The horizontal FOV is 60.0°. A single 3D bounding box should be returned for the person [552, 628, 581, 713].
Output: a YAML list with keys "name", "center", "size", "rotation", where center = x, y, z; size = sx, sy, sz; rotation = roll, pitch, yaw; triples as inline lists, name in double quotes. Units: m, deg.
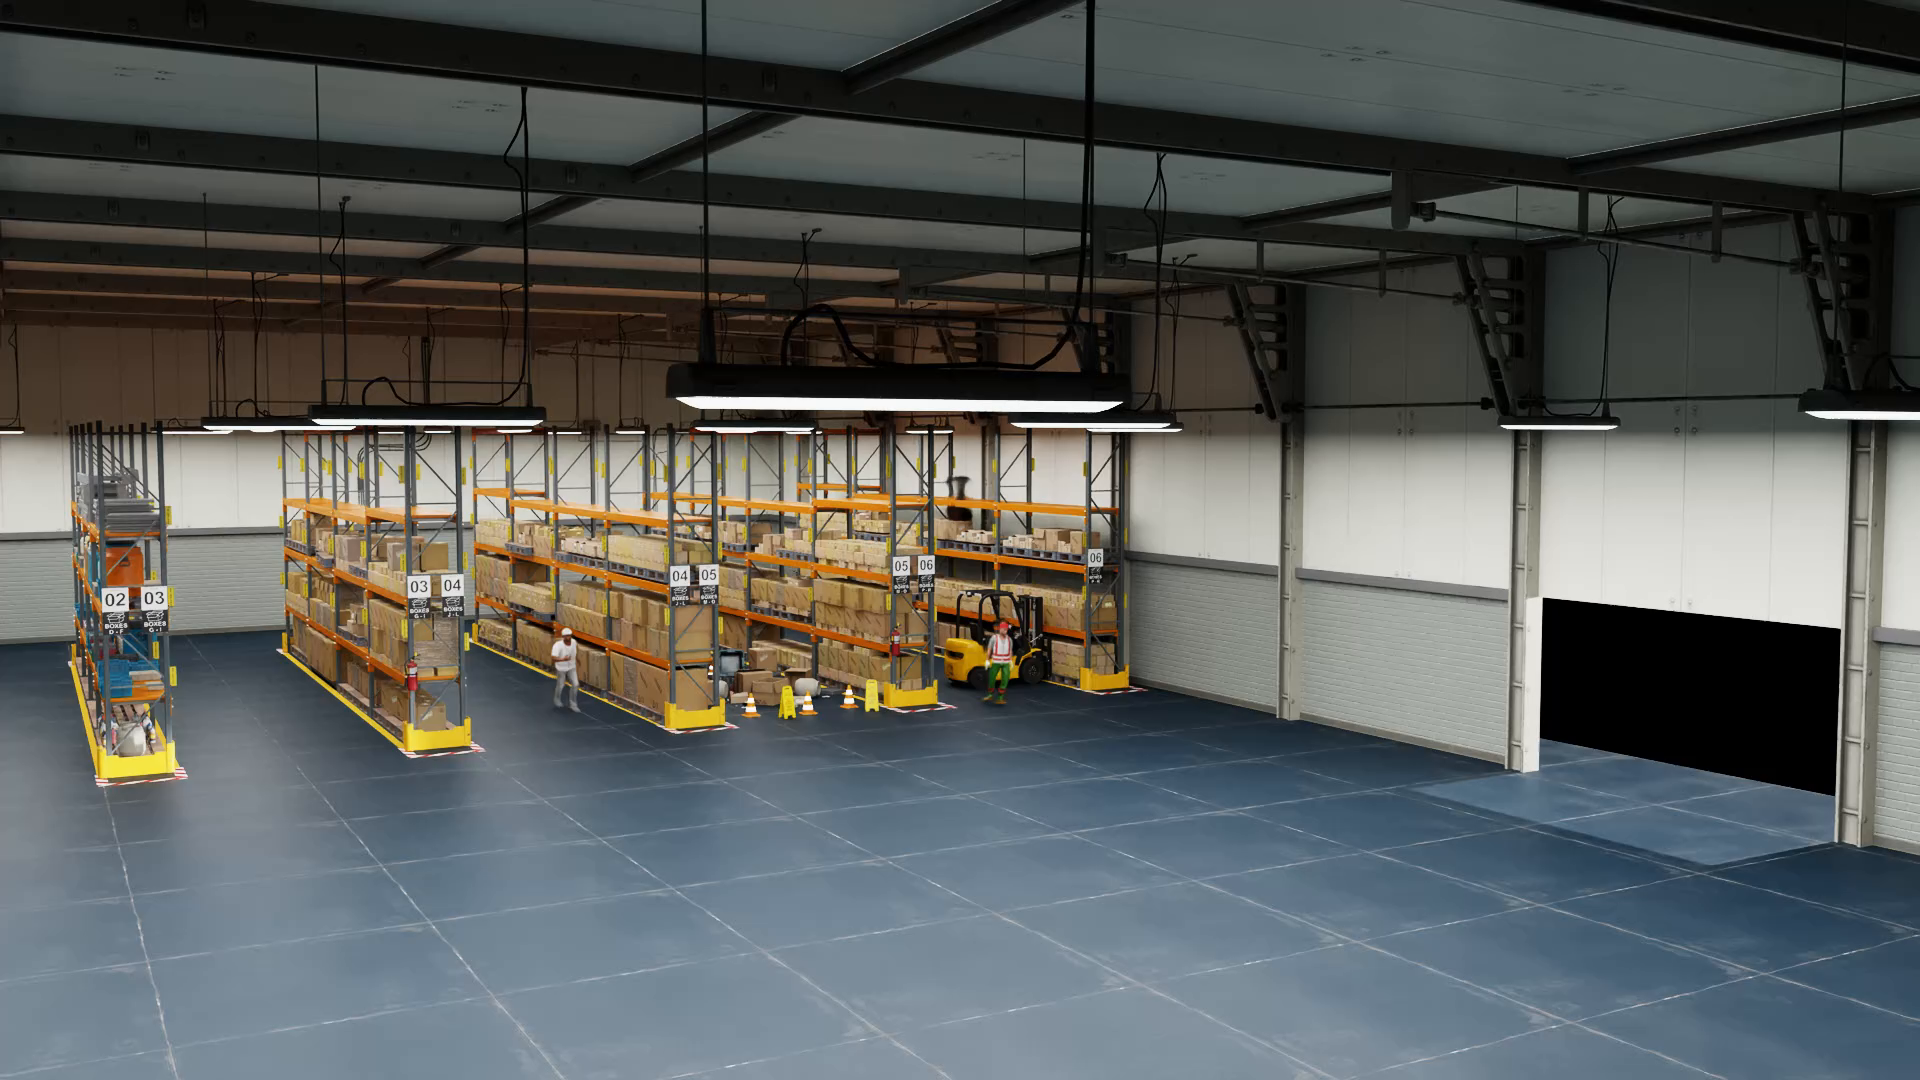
- name: "person"
  center: [-8.250, 2.703, 34.778]
  size: [0.716, 1.756, 0.973]
  rotation: [-3, 4, -36]

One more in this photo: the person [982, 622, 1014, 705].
- name: "person"
  center: [0.810, 2.633, 35.671]
  size: [0.653, 1.766, 0.493]
  rotation: [-1, 4, -15]
